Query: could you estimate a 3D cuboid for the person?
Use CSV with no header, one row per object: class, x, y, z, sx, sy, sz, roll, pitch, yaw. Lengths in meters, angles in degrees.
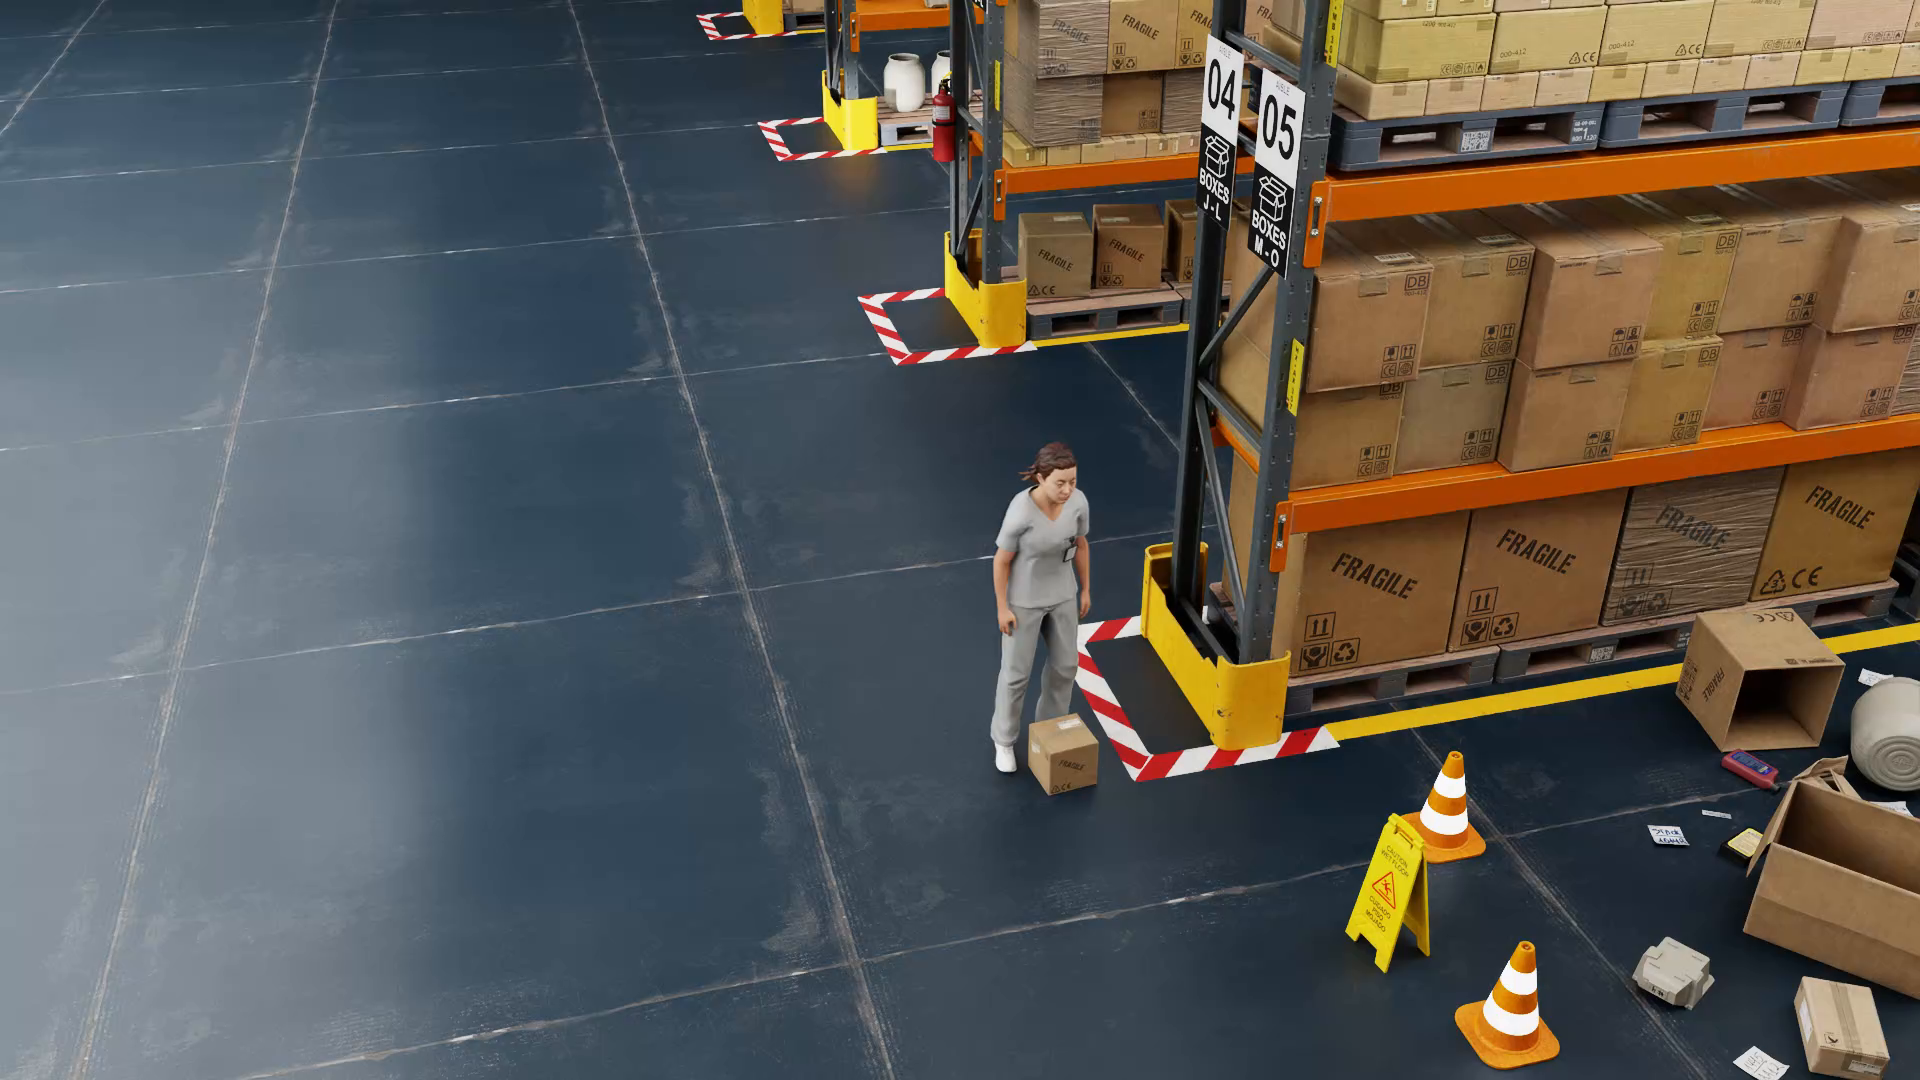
person,0.379,0.289,7.744,0.515,1.671,0.362,-12,33,-20
